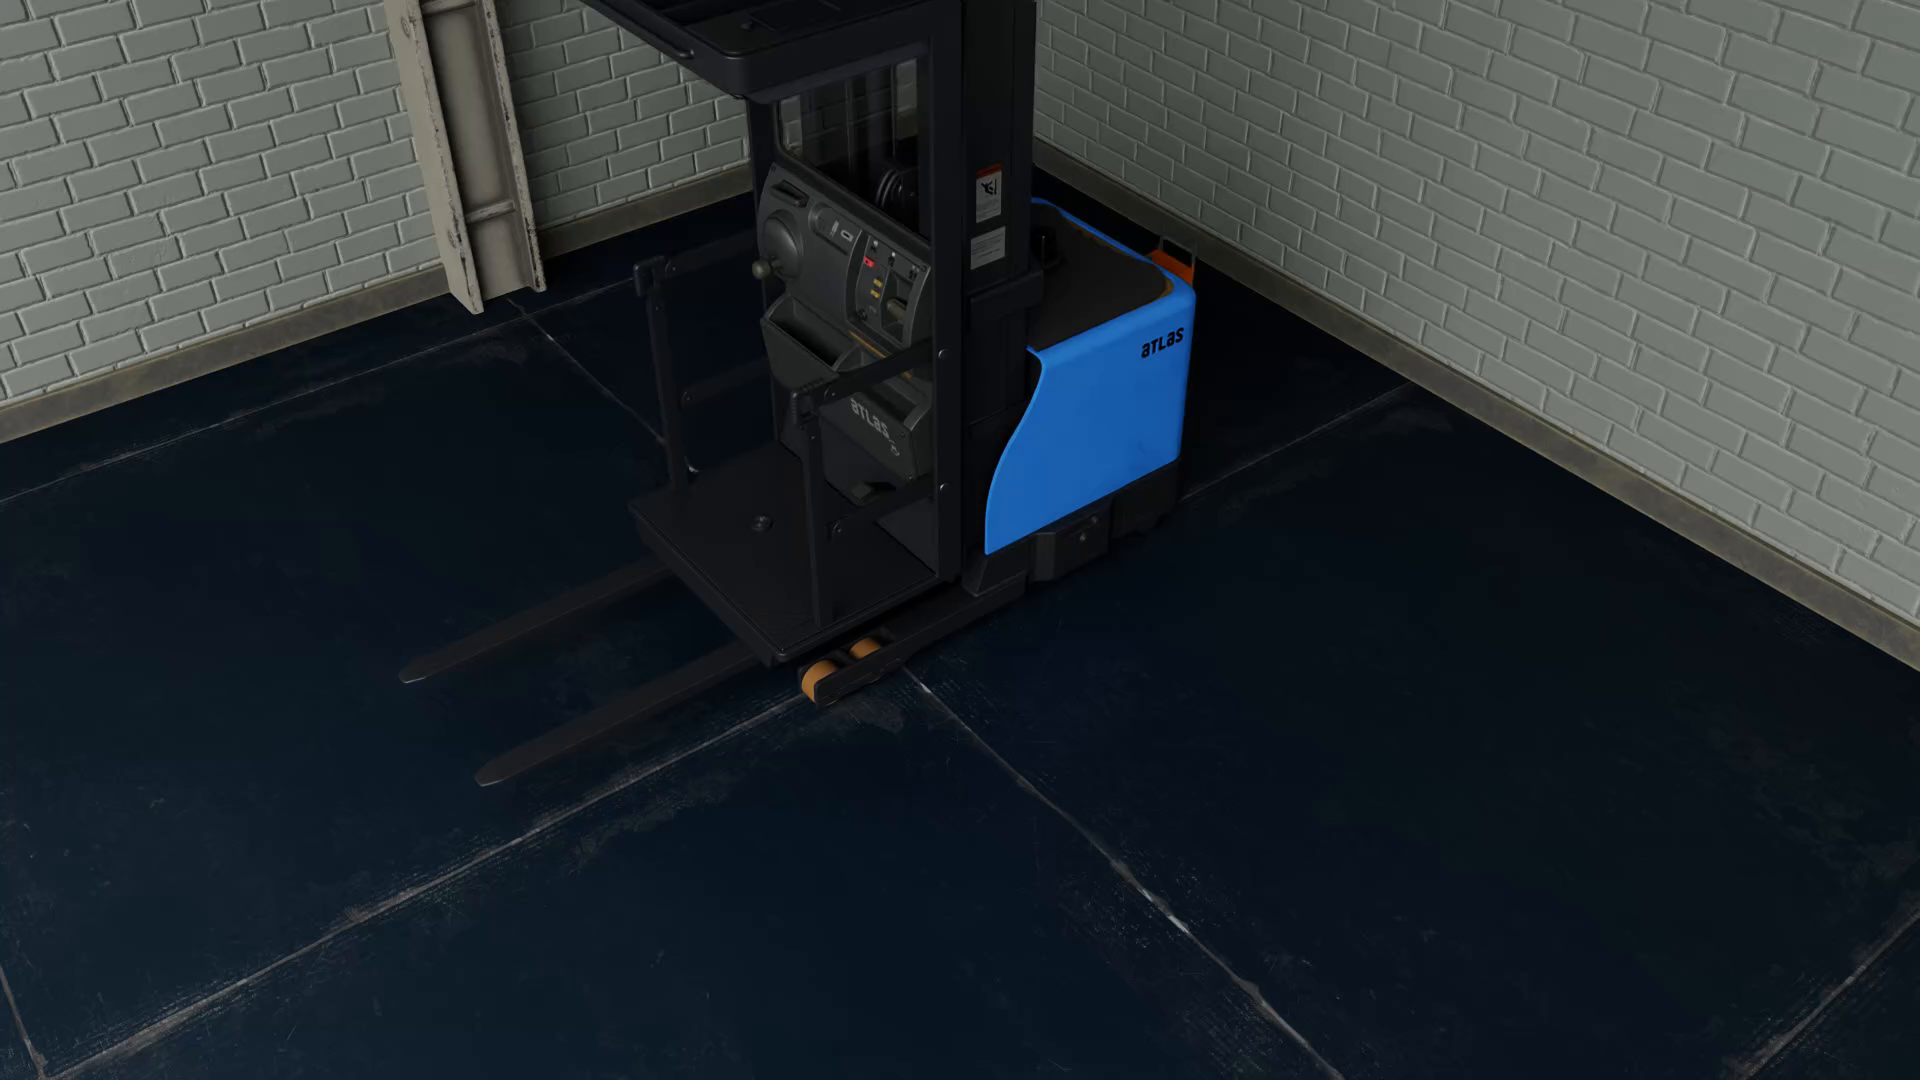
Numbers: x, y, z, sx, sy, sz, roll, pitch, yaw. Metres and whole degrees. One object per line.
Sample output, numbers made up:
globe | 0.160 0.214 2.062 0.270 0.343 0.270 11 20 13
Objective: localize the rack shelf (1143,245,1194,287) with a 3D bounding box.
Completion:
rack shelf | 0.777 -1.001 6.712 0.240 0.259 0.215 -26 46 -28

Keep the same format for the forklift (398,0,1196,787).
forklift | -0.571 -0.914 5.553 3.031 2.935 1.130 -26 46 -28

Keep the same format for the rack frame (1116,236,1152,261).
rack frame | 0.680 -0.743 6.827 0.008 1.050 0.200 -26 46 -28

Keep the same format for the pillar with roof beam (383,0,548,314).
pillar with roof beam | 0.324 -2.563 2.779 0.400 9.000 9.100 -26 46 -28

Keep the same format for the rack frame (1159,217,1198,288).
rack frame | 0.873 -0.838 6.943 0.008 1.050 0.200 -26 46 -28

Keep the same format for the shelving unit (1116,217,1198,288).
shelving unit | 0.777 -0.790 6.885 0.252 1.050 0.215 -26 46 -28
